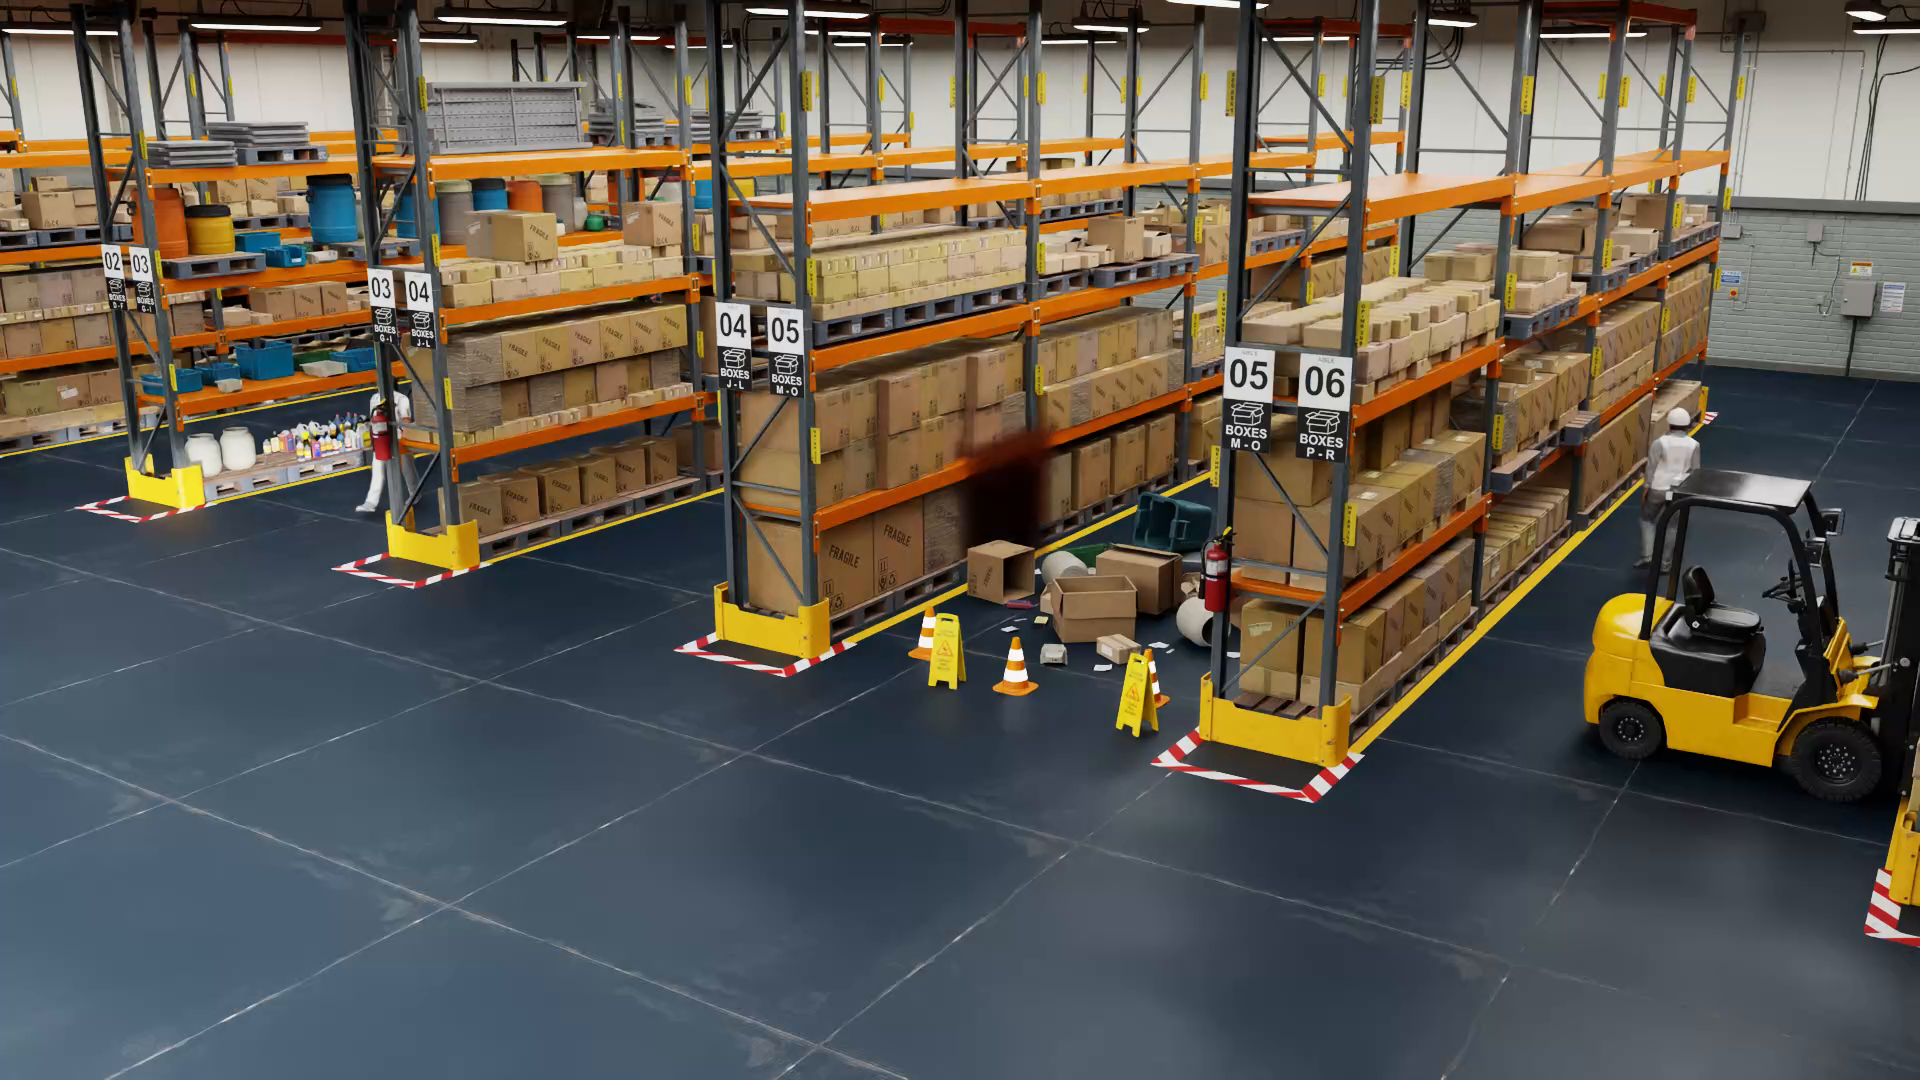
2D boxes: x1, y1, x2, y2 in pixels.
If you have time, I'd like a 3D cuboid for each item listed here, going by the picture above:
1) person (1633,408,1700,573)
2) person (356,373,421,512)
[{"bbox_3d":[7.617,-0.528,17.859,0.567,1.799,0.389,3,16,9],"label":"person"},{"bbox_3d":[-6.952,-1.192,20.221,0.570,1.707,1.077,1,16,3],"label":"person"}]
